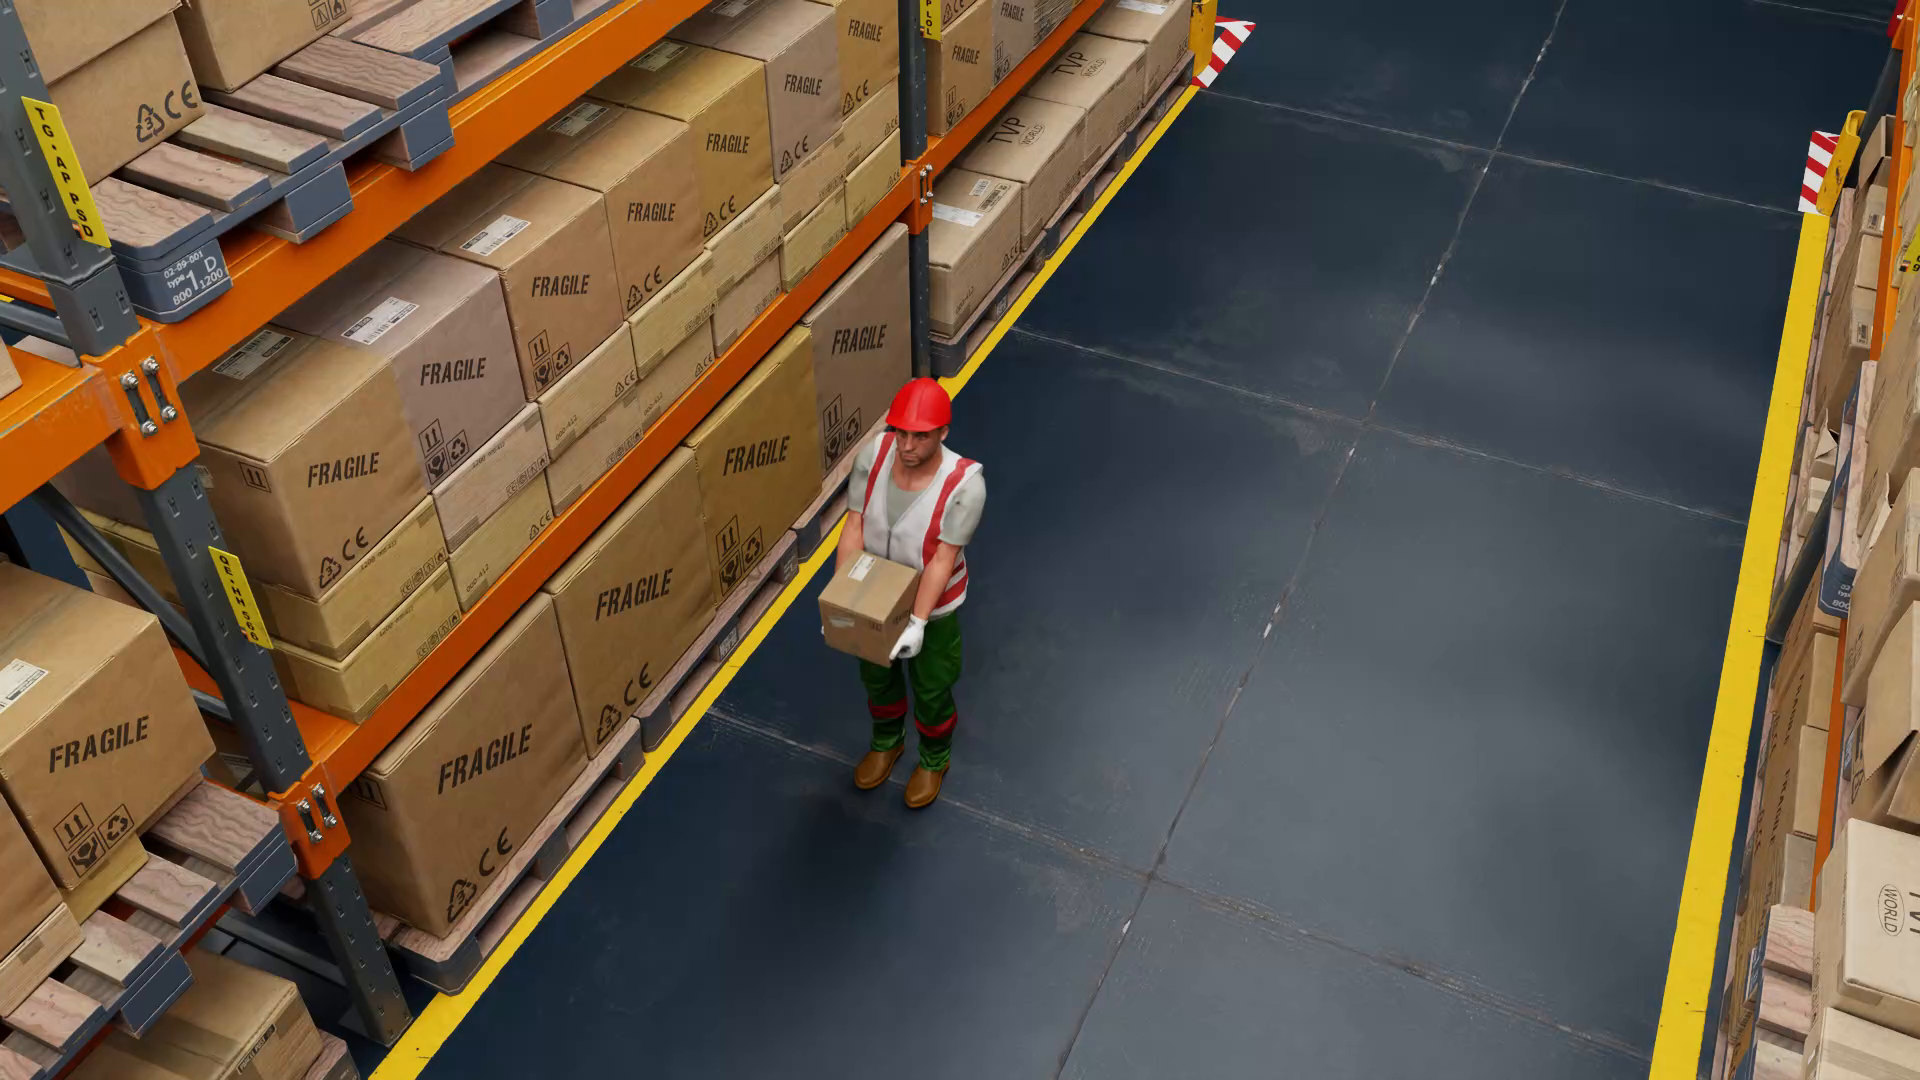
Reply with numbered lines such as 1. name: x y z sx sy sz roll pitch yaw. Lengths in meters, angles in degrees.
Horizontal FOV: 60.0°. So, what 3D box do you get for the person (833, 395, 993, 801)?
1. person: -0.168 0.199 5.920 0.555 1.784 0.422 17 44 18
